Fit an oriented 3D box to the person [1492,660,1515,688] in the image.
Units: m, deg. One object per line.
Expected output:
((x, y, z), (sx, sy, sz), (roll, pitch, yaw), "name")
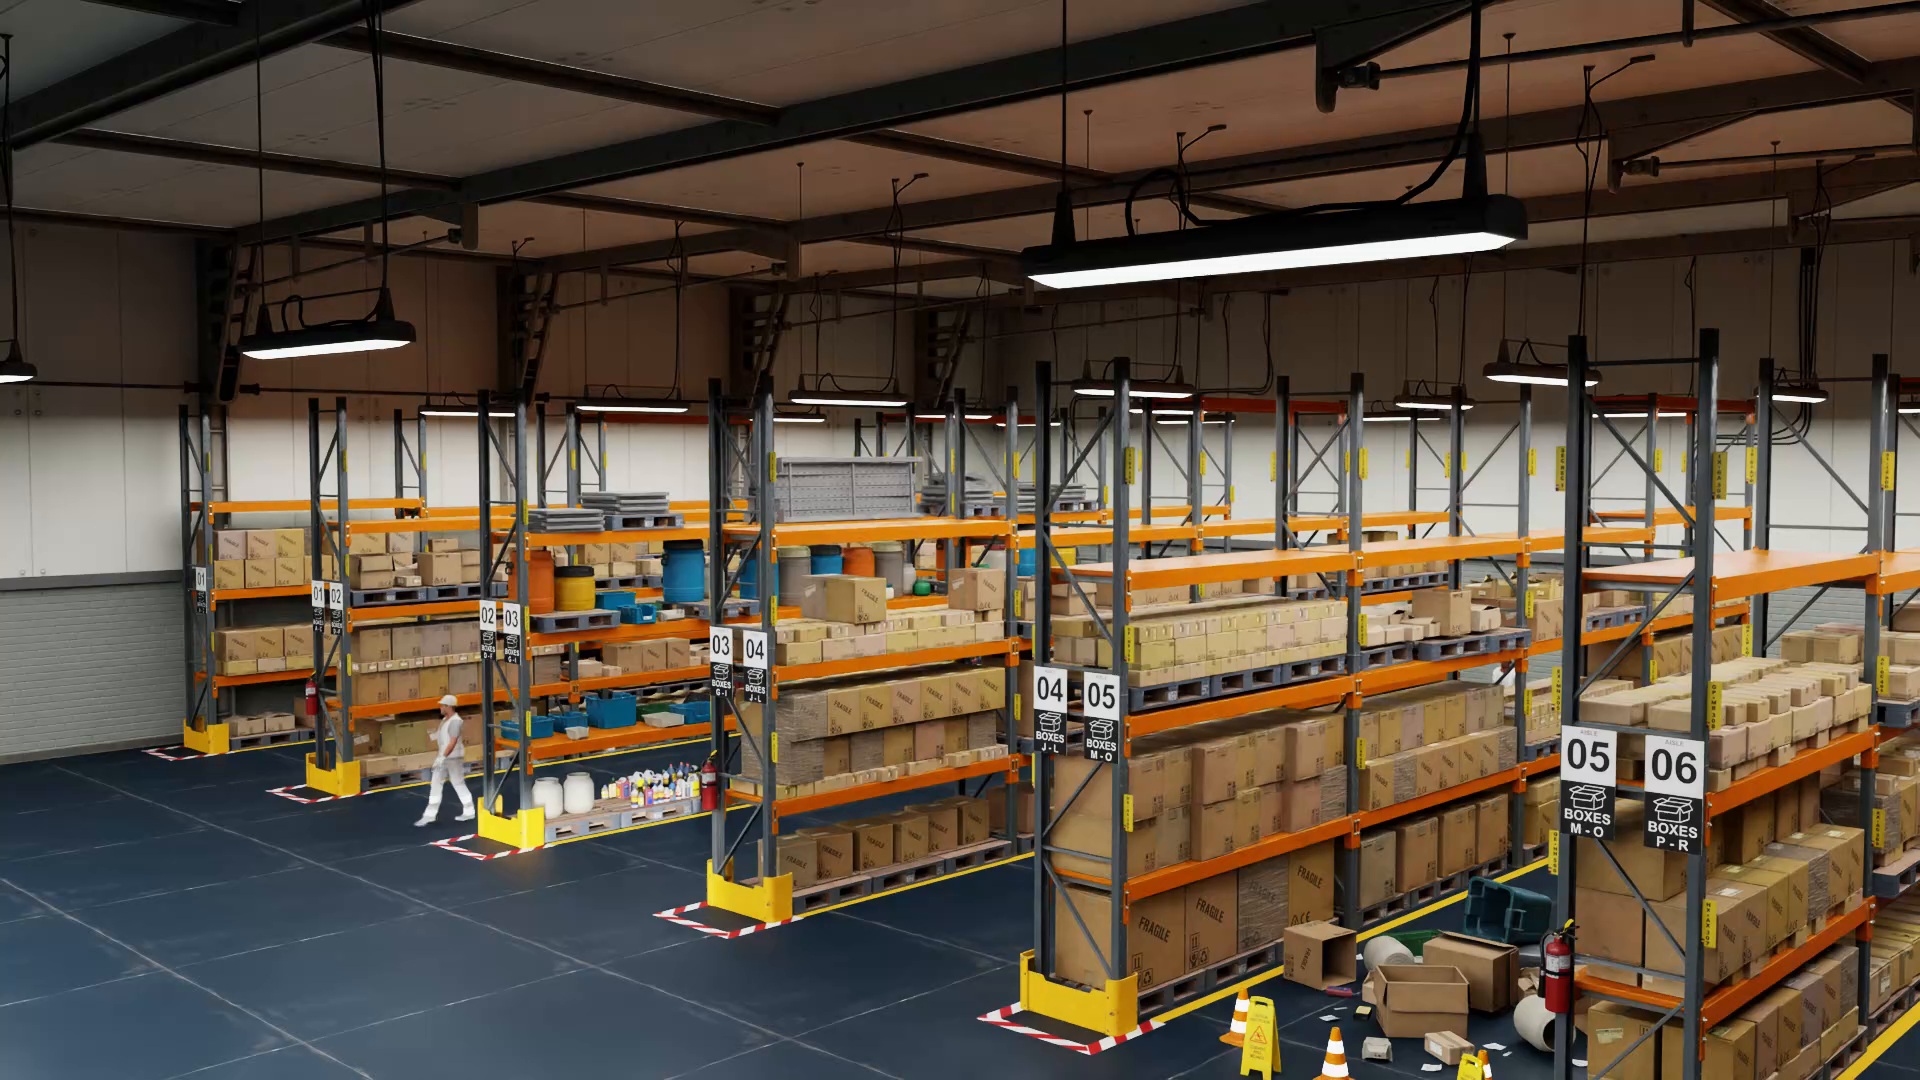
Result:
((9.285, 2.805, 28.335), (0.558, 1.819, 0.626), (-3, 4, -44), "person")

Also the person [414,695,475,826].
((-7.177, 3.054, 23.126), (0.820, 1.784, 0.551), (-2, 4, -38), "person")

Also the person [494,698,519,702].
((-8.116, 2.747, 29.438), (0.631, 1.788, 0.778), (1, 3, 20), "person")
